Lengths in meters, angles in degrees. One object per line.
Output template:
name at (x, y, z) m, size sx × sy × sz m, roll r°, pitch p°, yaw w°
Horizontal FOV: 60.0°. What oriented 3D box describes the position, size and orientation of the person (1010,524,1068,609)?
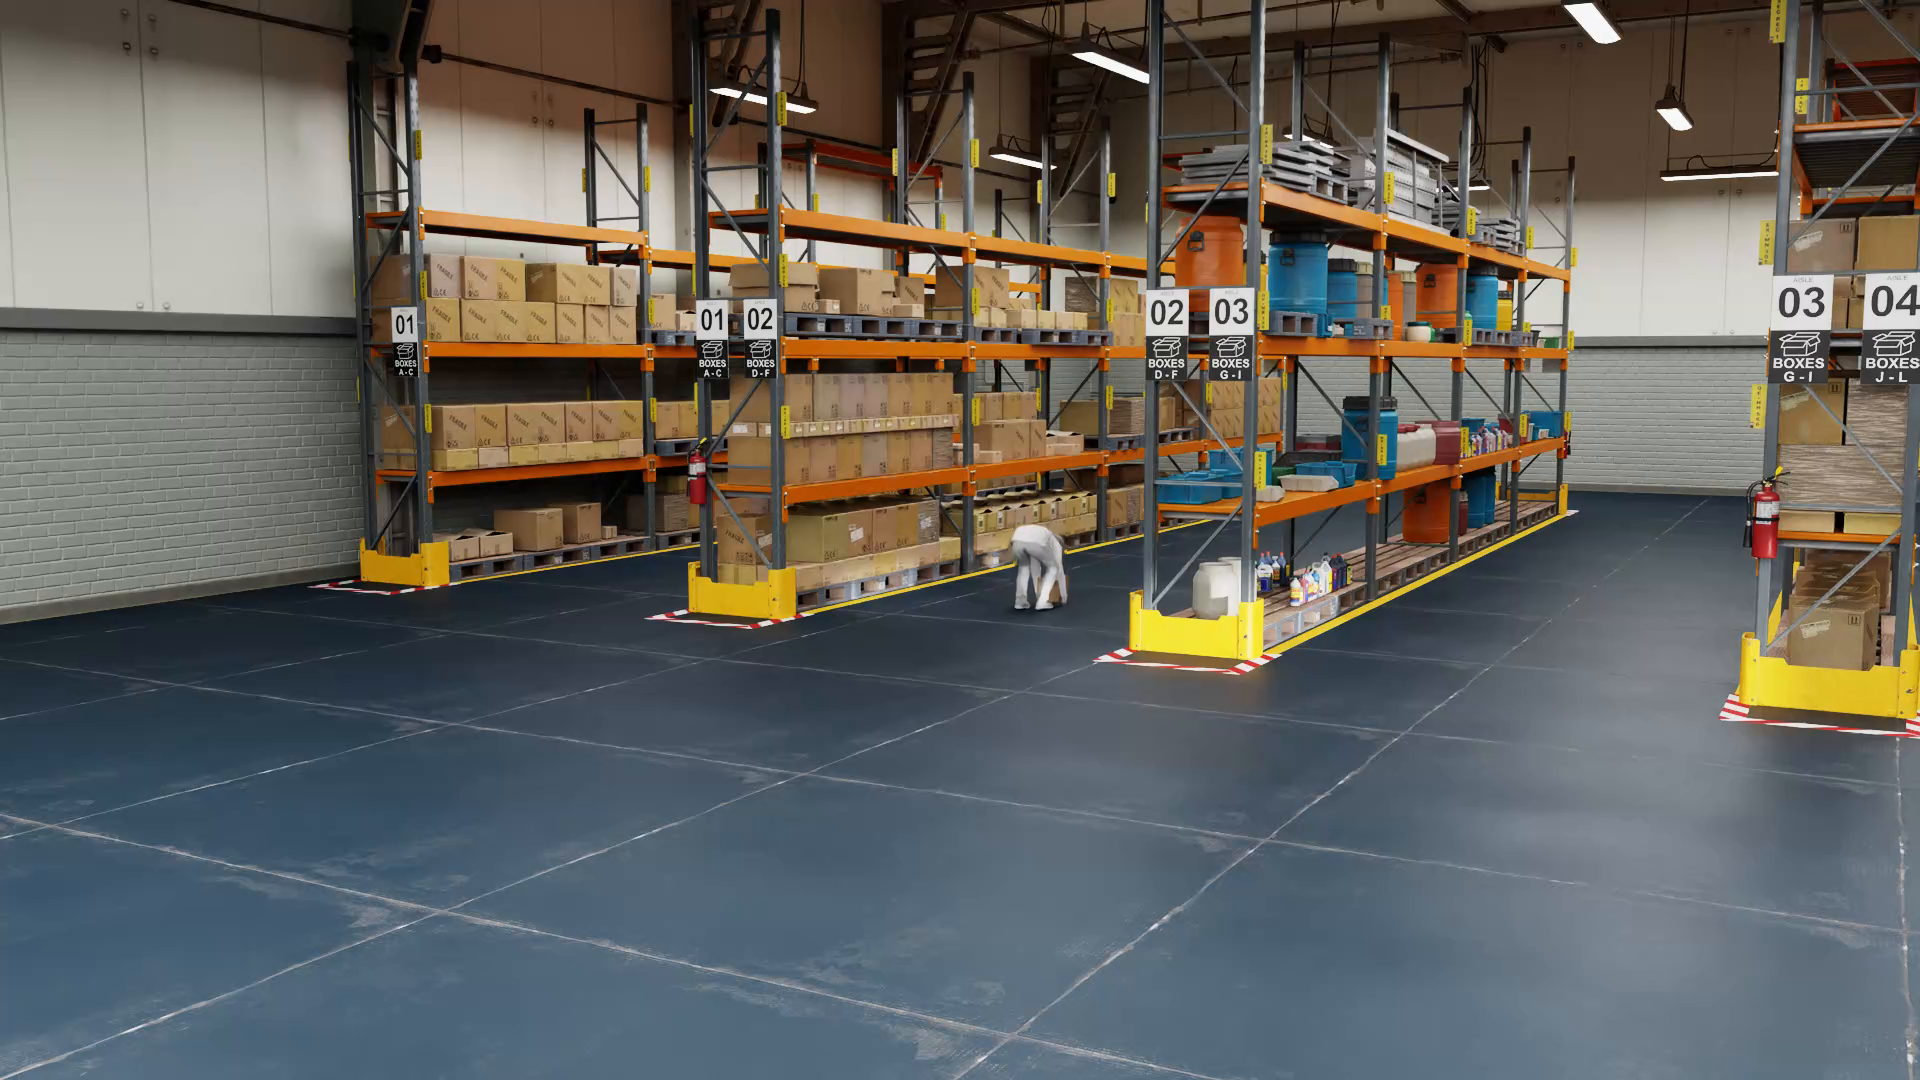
person at (0.829, 0.270, 17.495) m, size 0.455 × 0.889 × 0.880 m, roll 3°, pitch 7°, yaw 26°
